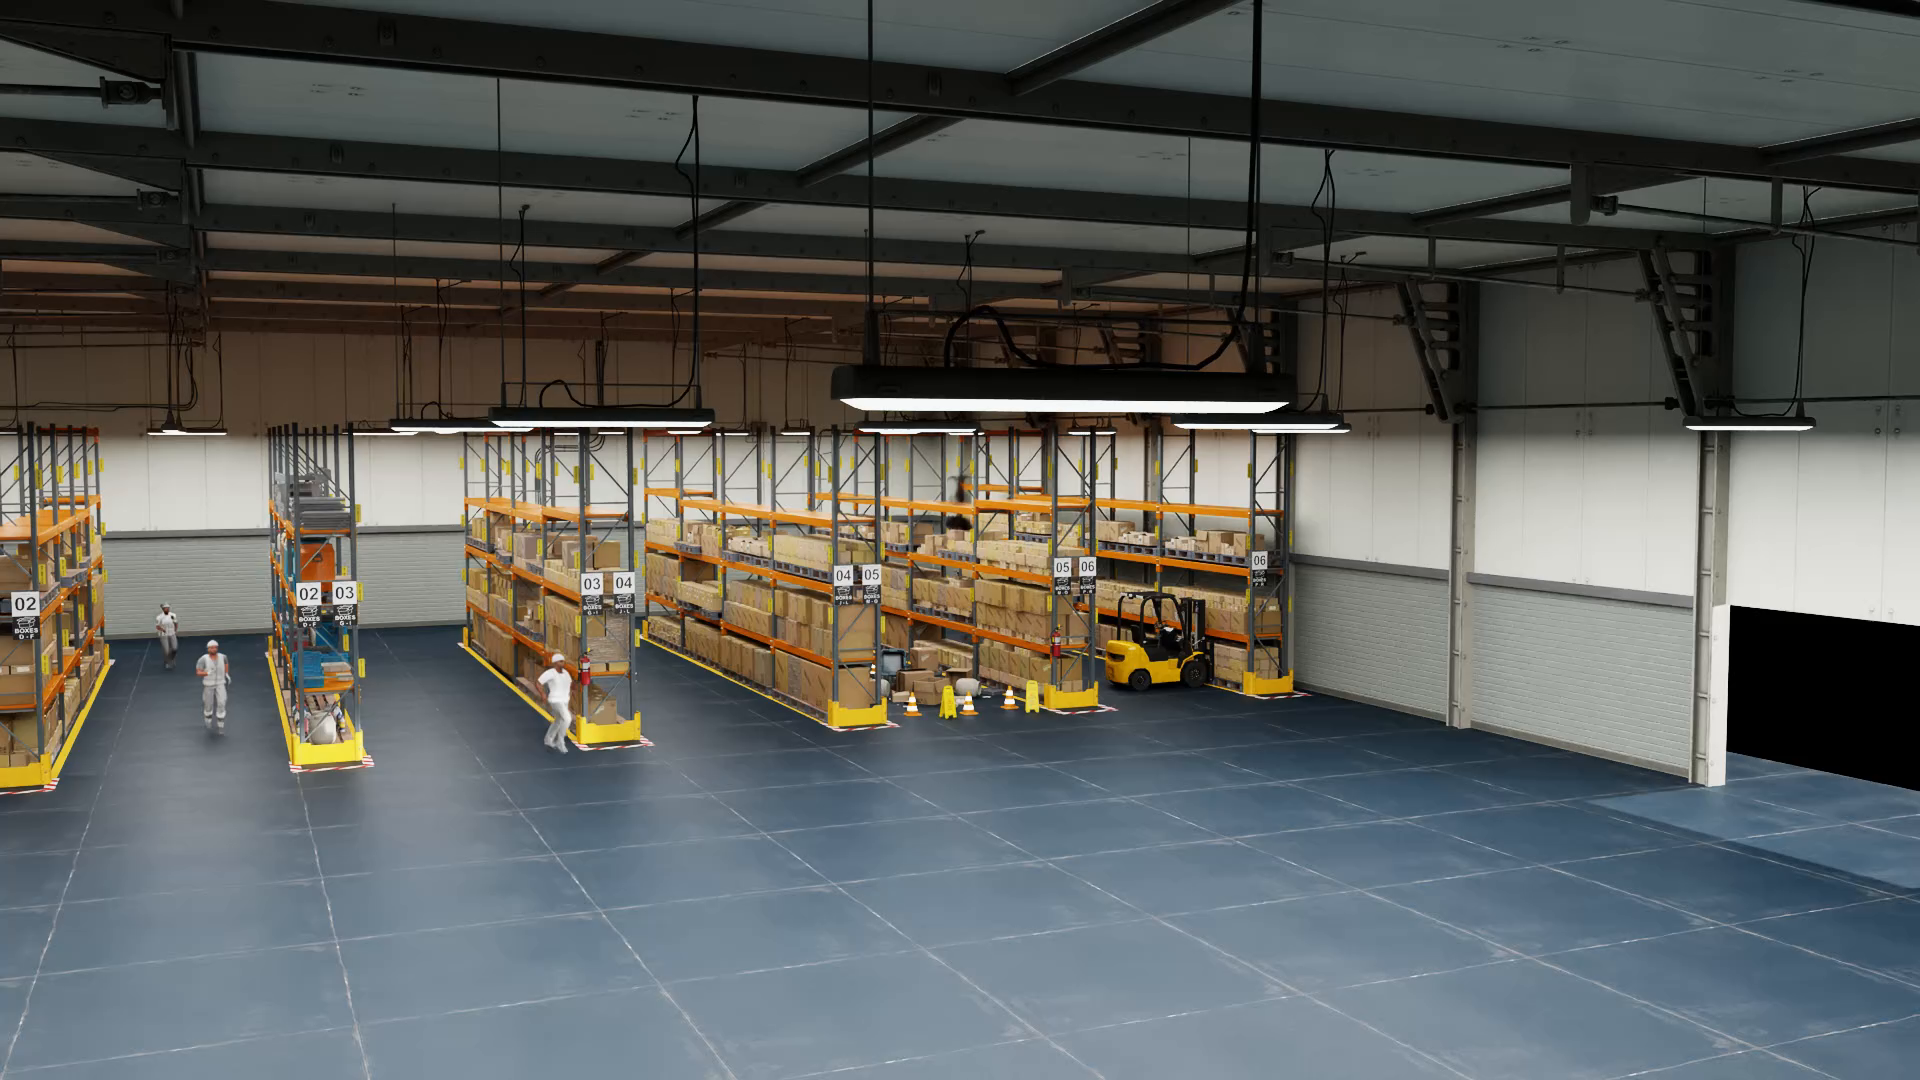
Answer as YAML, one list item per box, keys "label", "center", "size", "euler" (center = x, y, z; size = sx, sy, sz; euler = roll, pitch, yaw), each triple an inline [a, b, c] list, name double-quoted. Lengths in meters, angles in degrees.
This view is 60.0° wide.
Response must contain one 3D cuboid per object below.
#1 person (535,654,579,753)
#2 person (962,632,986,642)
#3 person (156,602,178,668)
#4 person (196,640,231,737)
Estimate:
- label: "person"
  center: [-7.322, 2.987, 30.406]
  size: [0.756, 1.817, 0.676]
  euler: [1, 4, 20]
- label: "person"
  center: [0.400, 2.038, 46.472]
  size: [0.901, 1.681, 0.557]
  euler: [3, 5, 44]
- label: "person"
  center: [-19.623, 2.365, 41.221]
  size: [0.547, 1.654, 0.588]
  euler: [-3, 4, -38]
- label: "person"
  center: [-14.448, 2.850, 32.205]
  size: [0.646, 1.839, 0.886]
  euler: [-2, 4, -34]
